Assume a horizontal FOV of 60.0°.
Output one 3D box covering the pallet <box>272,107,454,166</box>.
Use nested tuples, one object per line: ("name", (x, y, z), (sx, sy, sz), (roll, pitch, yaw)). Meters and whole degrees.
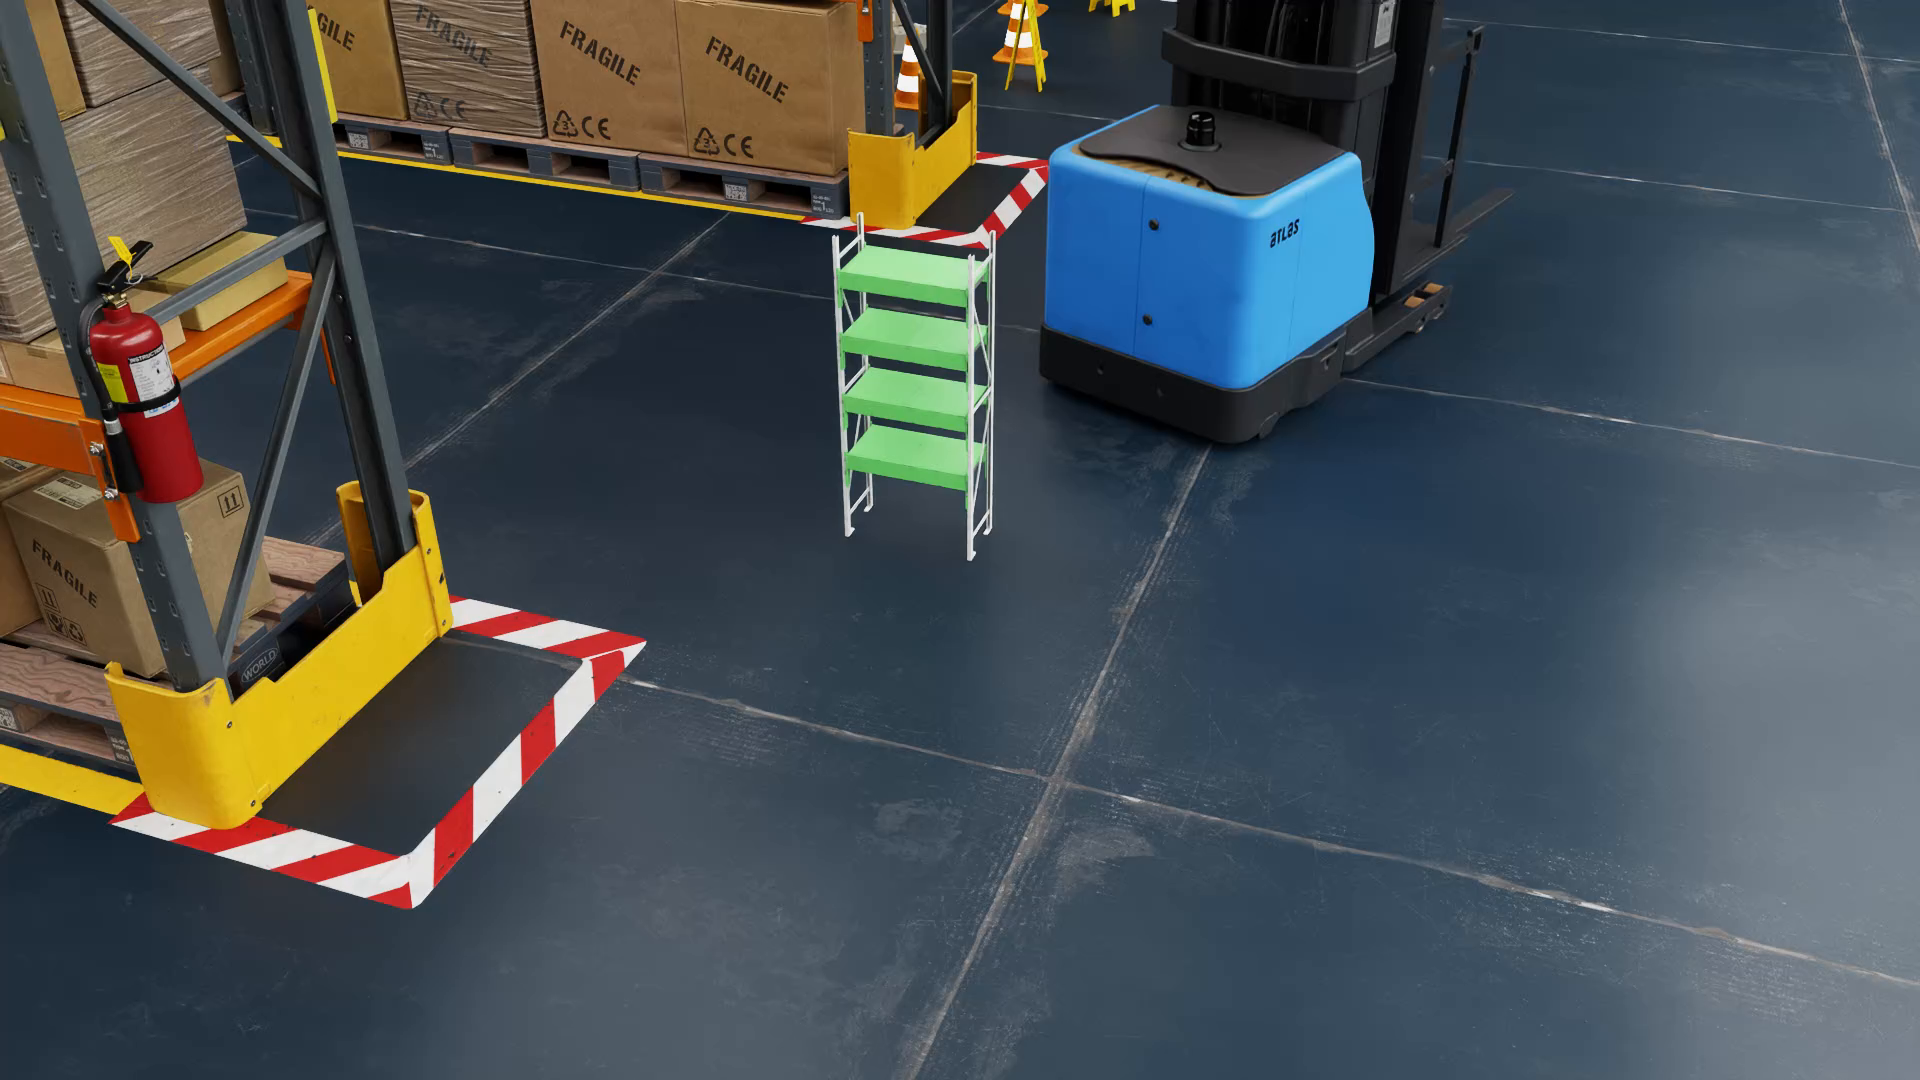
("pallet", (-3.344, -2.603, 10.088), (1.213, 0.211, 1.003), (11, 34, 16))

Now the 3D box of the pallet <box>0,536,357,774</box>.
("pallet", (-2.860, 0.283, 5.617), (1.213, 0.211, 1.003), (11, 34, 16))

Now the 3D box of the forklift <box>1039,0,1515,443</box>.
("forklift", (1.671, -2.351, 7.189), (1.130, 2.935, 3.031), (24, 40, 32))

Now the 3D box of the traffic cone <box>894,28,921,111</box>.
("traffic cone", (-0.288, -2.979, 10.437), (0.334, 0.463, 0.336), (11, 34, 16))

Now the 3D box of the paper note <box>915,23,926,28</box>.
("paper note", (-0.254, -3.677, 11.918), (0.142, 0.019, 0.148), (0, 33, 0))

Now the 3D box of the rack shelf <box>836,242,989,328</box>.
("rack shelf", (-0.156, -0.884, 5.746), (0.480, 0.148, 0.258), (11, 34, 16))

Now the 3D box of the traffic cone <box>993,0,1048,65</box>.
("traffic cone", (0.413, -3.493, 11.234), (0.334, 0.463, 0.336), (11, 34, 16))

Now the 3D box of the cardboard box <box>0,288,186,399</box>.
("cardboard box", (-2.374, -0.549, 4.567), (0.250, 0.149, 0.380), (11, 34, 16))

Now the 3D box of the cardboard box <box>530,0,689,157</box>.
("cardboard box", (-1.757, -2.756, 9.325), (0.875, 0.875, 0.875), (10, 34, 16))

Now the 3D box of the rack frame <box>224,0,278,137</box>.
("rack frame", (-4.033, -3.954, 9.609), (0.127, 3.000, 1.000), (11, 34, 16))

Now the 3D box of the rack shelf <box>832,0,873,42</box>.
("rack shelf", (-2.150, -3.286, 9.237), (4.000, 0.370, 1.077), (11, 34, 16))

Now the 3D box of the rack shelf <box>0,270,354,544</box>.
("rack shelf", (-3.919, -0.772, 5.343), (4.000, 0.370, 1.077), (11, 34, 16))

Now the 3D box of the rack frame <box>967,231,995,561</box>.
("rack frame", (0.074, -0.490, 5.902), (0.015, 1.200, 0.240), (11, 34, 16))

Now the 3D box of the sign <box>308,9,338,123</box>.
("sign", (-1.853, -1.349, 4.775), (0.005, 0.325, 0.100), (11, 34, 16))

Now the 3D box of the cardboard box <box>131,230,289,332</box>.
("cardboard box", (-2.224, -0.776, 4.919), (0.250, 0.149, 0.380), (11, 34, 16))

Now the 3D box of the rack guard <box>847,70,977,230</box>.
("rack guard", (-0.245, -2.168, 9.146), (0.348, 0.500, 1.175), (11, 34, 16))

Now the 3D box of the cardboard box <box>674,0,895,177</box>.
("cardboard box", (-0.928, -2.596, 9.077), (0.875, 0.875, 0.875), (11, 35, 17))

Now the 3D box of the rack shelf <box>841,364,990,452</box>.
("rack shelf", (-0.156, -0.481, 6.006), (0.480, 0.148, 0.258), (11, 34, 16))

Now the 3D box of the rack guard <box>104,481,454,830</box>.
("rack guard", (-2.108, 0.328, 5.281), (0.348, 0.500, 1.175), (11, 34, 16))

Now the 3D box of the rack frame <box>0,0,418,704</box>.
("rack frame", (-2.036, -0.708, 4.581), (0.127, 3.000, 1.000), (11, 34, 16))

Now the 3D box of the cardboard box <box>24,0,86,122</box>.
("cardboard box", (-2.637, -1.269, 4.163), (0.500, 0.500, 0.500), (11, 34, 16))

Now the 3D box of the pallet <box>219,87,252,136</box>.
("pallet", (-4.785, -2.885, 10.524), (1.213, 0.211, 1.003), (11, 34, 16))

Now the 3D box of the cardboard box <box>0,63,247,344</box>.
("cardboard box", (-2.544, -0.990, 4.651), (0.500, 0.500, 0.875), (11, 34, 16))

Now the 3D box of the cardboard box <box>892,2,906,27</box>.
("cardboard box", (-0.607, -3.779, 11.966), (0.380, 0.149, 0.250), (-25, 40, -33))

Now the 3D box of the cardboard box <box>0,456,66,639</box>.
("cardboard box", (-3.192, -0.049, 5.478), (0.500, 0.500, 0.500), (21, 38, 29))

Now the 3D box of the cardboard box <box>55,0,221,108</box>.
("cardboard box", (-2.462, -1.535, 4.574), (0.500, 0.500, 0.500), (11, 34, 16))

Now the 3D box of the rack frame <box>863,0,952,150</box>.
("rack frame", (-0.268, -3.222, 8.475), (0.127, 3.000, 1.000), (11, 34, 16))

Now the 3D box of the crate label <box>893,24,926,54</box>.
("crate label", (-0.348, -3.469, 11.496), (0.298, 0.136, 0.250), (-6, 33, -9))

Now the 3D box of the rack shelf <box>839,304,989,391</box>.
("rack shelf", (-0.156, -0.682, 5.876), (0.480, 0.148, 0.258), (11, 34, 16))

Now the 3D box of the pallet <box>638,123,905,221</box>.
("pallet", (-1.047, -2.157, 9.396), (1.213, 0.211, 1.003), (11, 34, 16))

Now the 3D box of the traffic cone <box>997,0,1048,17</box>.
("traffic cone", (0.467, -4.122, 12.208), (0.334, 0.463, 0.336), (11, 34, 16))

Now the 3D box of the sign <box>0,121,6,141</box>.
("sign", (-2.242, -1.047, 3.748), (0.005, 0.325, 0.100), (11, 34, 16))

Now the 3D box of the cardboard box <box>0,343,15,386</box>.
("cardboard box", (-2.609, -0.595, 4.638), (0.250, 0.149, 0.380), (11, 34, 16))

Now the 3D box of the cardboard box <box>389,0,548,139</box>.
("cardboard box", (-2.615, -2.924, 9.585), (0.875, 0.875, 0.875), (11, 35, 17))

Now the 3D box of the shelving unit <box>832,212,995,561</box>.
("shelving unit", (-0.156, -0.534, 5.971), (0.503, 1.200, 0.258), (11, 34, 16))

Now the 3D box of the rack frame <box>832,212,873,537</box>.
("rack frame", (-0.386, -0.579, 6.041), (0.015, 1.200, 0.240), (11, 34, 16))

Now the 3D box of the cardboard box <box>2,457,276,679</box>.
("cardboard box", (-2.618, 0.043, 5.335), (0.500, 0.500, 0.500), (18, 37, 25))

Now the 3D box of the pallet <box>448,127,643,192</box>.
("pallet", (-2.191, -2.381, 9.743), (1.213, 0.211, 1.003), (11, 34, 16))

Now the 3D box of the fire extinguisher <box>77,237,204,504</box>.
("fire extinguisher", (-2.084, -0.419, 4.205), (0.183, 0.674, 0.296), (11, 34, 16))

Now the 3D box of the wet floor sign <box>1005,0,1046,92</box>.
("wet floor sign", (0.428, -3.239, 10.671), (0.232, 0.644, 0.267), (5, 33, 8))

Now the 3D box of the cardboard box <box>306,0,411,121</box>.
("cardboard box", (-3.465, -3.087, 9.838), (0.875, 0.875, 0.875), (12, 35, 17))

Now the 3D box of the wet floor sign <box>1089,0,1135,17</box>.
("wet floor sign", (1.125, -4.198, 12.157), (0.232, 0.644, 0.267), (24, 40, 32))

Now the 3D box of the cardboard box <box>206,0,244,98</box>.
("cardboard box", (-4.648, -3.253, 10.210), (0.750, 0.750, 1.050), (11, 34, 16))

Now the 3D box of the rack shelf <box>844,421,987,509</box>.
("rack shelf", (-0.156, -0.279, 6.136), (0.480, 0.148, 0.258), (11, 34, 16))
